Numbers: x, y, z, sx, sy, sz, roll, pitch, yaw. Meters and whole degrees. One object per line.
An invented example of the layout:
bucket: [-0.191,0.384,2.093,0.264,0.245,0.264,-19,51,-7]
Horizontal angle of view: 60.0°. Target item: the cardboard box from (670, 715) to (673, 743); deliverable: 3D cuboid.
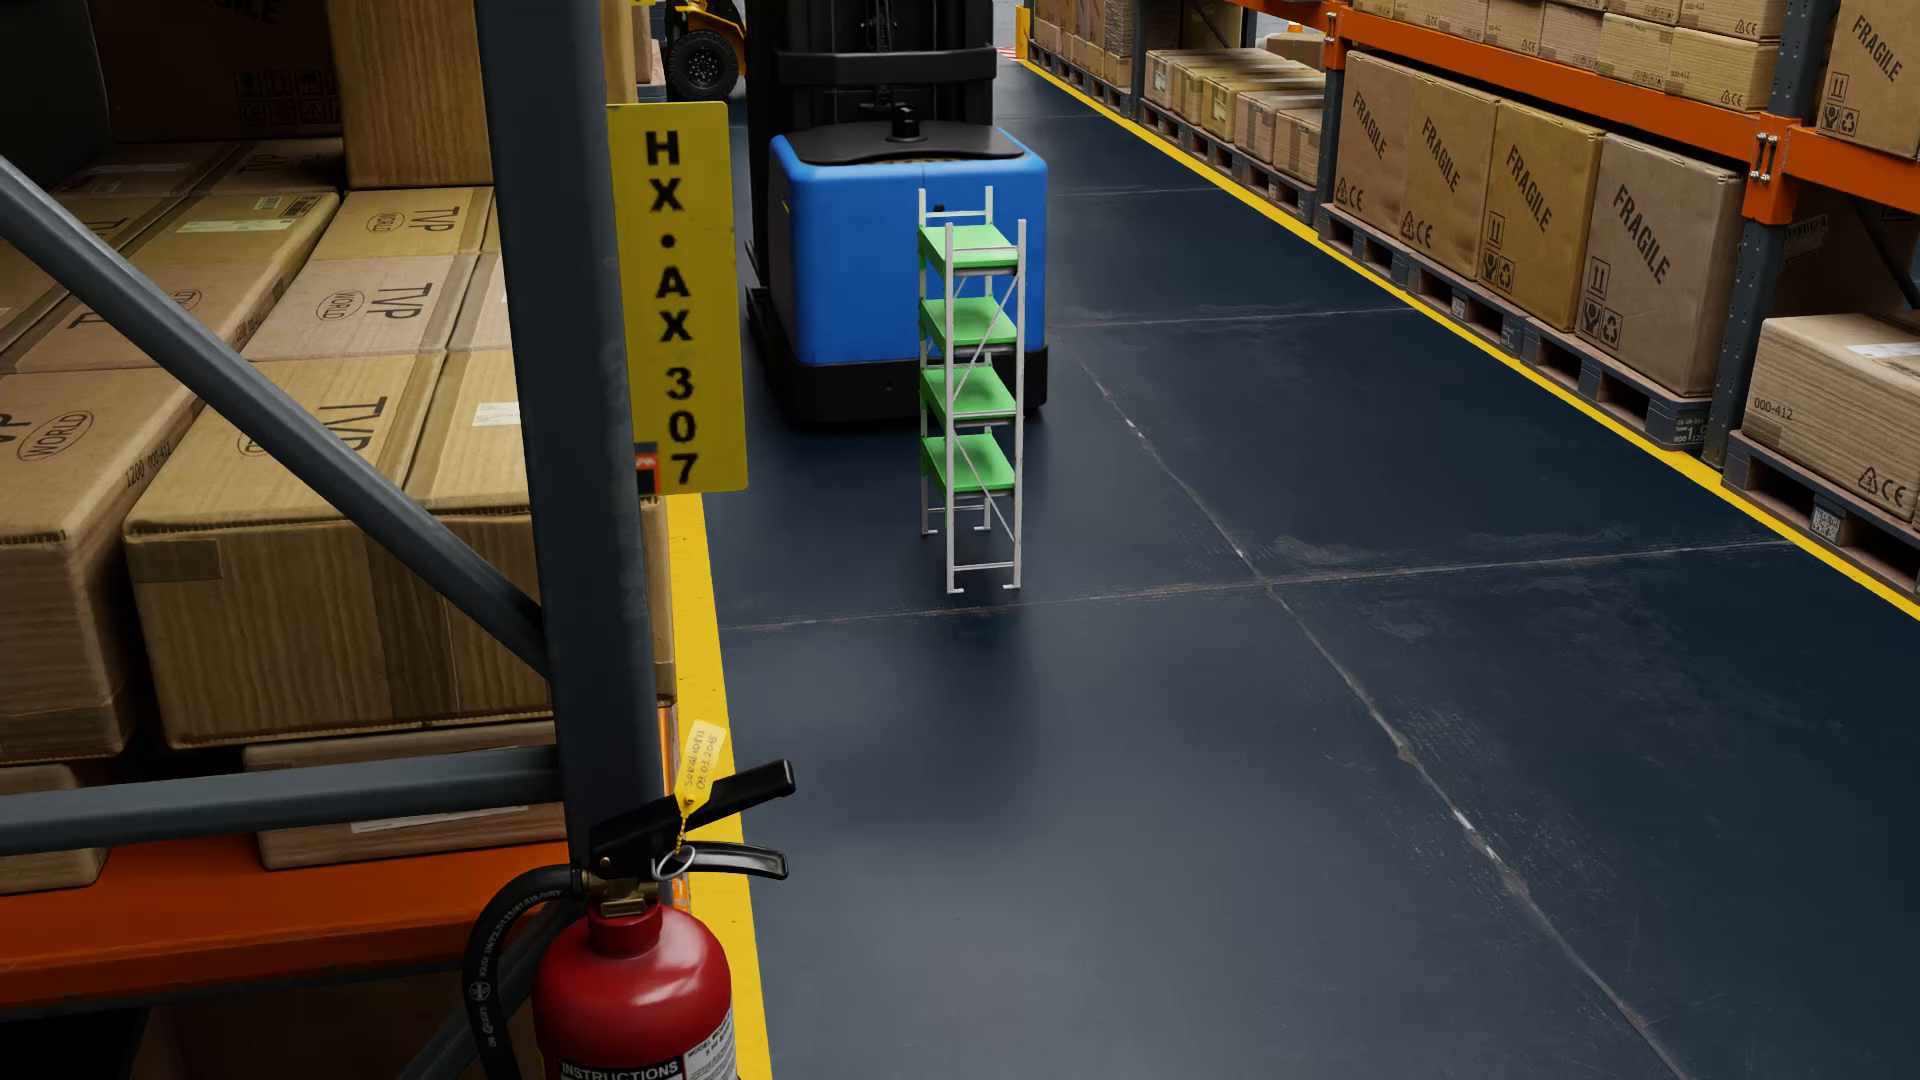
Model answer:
cardboard box: [-0.903,0.398,3.688,0.500,0.500,0.500,-4,24,-9]

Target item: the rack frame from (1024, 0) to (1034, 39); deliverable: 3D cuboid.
rack frame: [1.155,-6.415,16.690,1.000,3.000,0.127,-4,24,-10]

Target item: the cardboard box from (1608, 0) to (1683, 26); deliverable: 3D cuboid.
cardboard box: [2.953,-2.207,6.617,0.500,0.250,0.500,-4,24,-8]

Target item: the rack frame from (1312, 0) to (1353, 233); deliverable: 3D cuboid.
rack frame: [2.634,-3.268,9.485,1.000,3.000,0.127,-4,24,-10]

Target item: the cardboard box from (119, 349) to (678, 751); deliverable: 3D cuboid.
cardboard box: [-0.583,-0.019,1.860,0.500,0.250,0.500,-4,24,-9]

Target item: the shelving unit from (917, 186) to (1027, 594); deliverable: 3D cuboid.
shelving unit: [0.031,-0.485,5.361,0.258,1.200,0.503,-4,24,-10]

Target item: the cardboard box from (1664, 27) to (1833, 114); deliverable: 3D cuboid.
cardboard box: [3.043,-1.784,6.274,0.500,0.250,0.500,-5,24,-11]

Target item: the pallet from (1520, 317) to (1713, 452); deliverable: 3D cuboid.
pallet: [3.157,-0.715,7.123,1.003,0.211,1.213,-4,24,-10]

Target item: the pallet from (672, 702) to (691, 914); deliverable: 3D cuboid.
pallet: [-1.149,0.703,3.877,1.003,0.211,1.213,-4,24,-10]

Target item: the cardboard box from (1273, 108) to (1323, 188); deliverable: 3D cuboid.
cardboard box: [2.539,-2.479,10.437,0.950,0.372,0.625,-6,24,-13]

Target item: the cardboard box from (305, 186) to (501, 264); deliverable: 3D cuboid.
cardboard box: [-0.774,-0.416,2.770,0.500,0.250,0.500,-5,24,-11]

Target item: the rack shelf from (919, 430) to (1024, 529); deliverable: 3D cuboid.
rack shelf: [0.031,-0.206,5.482,0.258,0.148,0.480,-4,24,-10]

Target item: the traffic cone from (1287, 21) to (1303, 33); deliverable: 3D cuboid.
traffic cone: [3.530,-5.394,17.523,0.336,0.463,0.334,-4,24,-10]

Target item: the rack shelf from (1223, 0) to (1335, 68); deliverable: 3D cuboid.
rack shelf: [2.264,-3.725,11.430,1.077,0.370,4.000,-4,24,-10]

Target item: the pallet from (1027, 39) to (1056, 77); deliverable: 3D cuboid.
pallet: [1.284,-4.785,16.442,1.003,0.211,1.213,-4,24,-10]

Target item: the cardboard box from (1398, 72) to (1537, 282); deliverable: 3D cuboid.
cardboard box: [2.841,-1.858,8.386,0.875,0.875,0.875,-4,24,-9]

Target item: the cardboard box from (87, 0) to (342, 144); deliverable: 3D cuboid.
cardboard box: [-1.490,-1.132,3.472,0.500,0.500,0.500,-5,24,-11]

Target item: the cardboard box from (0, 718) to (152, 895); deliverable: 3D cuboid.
cardboard box: [-1.089,0.252,1.739,0.380,0.149,0.250,-5,24,-10]

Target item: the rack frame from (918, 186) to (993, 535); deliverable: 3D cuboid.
rack frame: [-0.014,-0.581,5.581,0.240,1.200,0.015,-4,24,-10]

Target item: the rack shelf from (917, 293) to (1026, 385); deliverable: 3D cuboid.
rack shelf: [0.031,-0.646,5.290,0.258,0.148,0.480,-4,24,-10]

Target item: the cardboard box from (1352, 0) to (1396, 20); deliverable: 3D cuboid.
cardboard box: [2.477,-2.988,9.032,0.500,0.250,0.500,-5,24,-11]

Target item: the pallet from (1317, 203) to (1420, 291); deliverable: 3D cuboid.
pallet: [2.706,-1.675,9.320,1.003,0.211,1.213,-4,24,-10]

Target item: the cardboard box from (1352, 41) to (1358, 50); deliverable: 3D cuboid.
cardboard box: [3.967,-4.767,16.037,0.637,0.503,0.797,18,29,36]

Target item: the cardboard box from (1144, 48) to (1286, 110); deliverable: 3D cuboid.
cardboard box: [1.994,-3.624,13.057,0.950,0.372,0.625,-4,24,-9]

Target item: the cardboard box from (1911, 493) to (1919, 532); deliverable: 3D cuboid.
cardboard box: [3.550,-0.106,4.922,0.875,0.438,0.875,-5,24,-11]

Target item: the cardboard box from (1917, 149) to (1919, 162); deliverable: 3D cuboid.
cardboard box: [3.292,-1.338,4.942,0.500,0.500,0.500,-4,24,-9]

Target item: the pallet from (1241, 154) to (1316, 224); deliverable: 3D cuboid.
pallet: [2.491,-2.298,10.747,1.003,0.211,1.213,-4,24,-10]

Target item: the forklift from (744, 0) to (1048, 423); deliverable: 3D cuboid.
forklift: [-0.445,-2.373,7.522,1.130,2.935,3.031,-5,24,-11]

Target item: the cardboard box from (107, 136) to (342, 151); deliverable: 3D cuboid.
cardboard box: [-1.485,-0.779,3.601,0.500,0.250,0.500,-4,24,-9]

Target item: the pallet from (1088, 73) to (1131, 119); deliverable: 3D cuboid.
pallet: [1.735,-3.825,14.244,1.003,0.211,1.213,-4,24,-10]

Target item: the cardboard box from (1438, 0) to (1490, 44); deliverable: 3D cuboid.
cardboard box: [2.681,-2.581,8.099,0.500,0.250,0.500,-4,24,-8]

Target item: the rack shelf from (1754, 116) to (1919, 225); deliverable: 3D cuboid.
rack shelf: [3.743,-0.578,4.225,1.077,0.370,4.000,-4,24,-10]

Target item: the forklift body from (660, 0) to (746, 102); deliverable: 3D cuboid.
forklift body: [-1.579,-5.046,14.617,2.313,2.155,1.214,-4,24,-10]

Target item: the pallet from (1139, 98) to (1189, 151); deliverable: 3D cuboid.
pallet: [2.040,-3.257,12.945,1.003,0.211,1.213,-4,24,-10]

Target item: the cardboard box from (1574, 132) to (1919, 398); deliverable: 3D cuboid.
cardboard box: [3.180,-1.151,6.769,0.875,0.875,0.875,-4,24,-8]

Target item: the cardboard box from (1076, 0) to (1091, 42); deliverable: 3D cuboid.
cardboard box: [1.330,-4.731,14.808,0.500,0.500,0.500,-3,24,-7]

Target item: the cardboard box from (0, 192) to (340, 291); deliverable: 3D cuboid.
cardboard box: [-1.291,-0.379,2.687,0.500,0.250,0.500,-4,24,-8]

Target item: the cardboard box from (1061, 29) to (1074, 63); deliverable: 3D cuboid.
cardboard box: [1.232,-4.594,15.433,0.500,0.250,0.500,-3,24,-6]

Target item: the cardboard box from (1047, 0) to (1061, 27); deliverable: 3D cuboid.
cardboard box: [1.138,-5.138,15.741,0.500,0.500,0.500,-5,24,-12]

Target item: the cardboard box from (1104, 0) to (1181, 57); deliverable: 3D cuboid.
cardboard box: [1.521,-4.330,13.891,0.500,0.500,0.500,-5,24,-10]

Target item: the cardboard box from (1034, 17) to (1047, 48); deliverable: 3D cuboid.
cardboard box: [1.032,-5.009,16.383,0.500,0.250,0.500,-5,24,-10]

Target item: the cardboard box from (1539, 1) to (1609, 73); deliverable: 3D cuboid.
cardboard box: [2.875,-2.184,7.190,0.500,0.250,0.500,-5,24,-11]

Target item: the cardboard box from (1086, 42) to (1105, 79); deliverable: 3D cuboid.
cardboard box: [1.412,-4.195,14.518,0.500,0.250,0.500,-5,24,-11]

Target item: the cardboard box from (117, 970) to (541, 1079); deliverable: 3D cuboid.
cardboard box: [-0.784,0.951,2.418,0.797,0.503,0.637,-5,24,-12]

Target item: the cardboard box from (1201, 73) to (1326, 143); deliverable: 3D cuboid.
cardboard box: [2.260,-3.068,11.785,0.950,0.372,0.625,-4,24,-8]

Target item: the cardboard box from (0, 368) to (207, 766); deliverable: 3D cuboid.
cardboard box: [-1.110,0.019,1.775,0.500,0.250,0.500,-4,24,-8]

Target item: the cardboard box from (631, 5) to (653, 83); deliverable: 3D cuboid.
cardboard box: [-1.373,-1.771,5.408,0.700,0.500,0.500,-4,24,-8]

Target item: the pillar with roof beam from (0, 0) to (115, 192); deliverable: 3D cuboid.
pillar with roof beam: [1.970,-4.053,3.787,9.100,9.000,0.400,-4,24,-10]

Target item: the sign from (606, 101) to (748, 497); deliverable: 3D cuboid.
sign: [-0.231,-0.189,1.354,0.100,0.325,0.005,-4,24,-10]

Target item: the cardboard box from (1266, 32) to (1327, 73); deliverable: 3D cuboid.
cardboard box: [3.033,-4.219,14.783,0.500,0.500,0.500,13,27,27]
